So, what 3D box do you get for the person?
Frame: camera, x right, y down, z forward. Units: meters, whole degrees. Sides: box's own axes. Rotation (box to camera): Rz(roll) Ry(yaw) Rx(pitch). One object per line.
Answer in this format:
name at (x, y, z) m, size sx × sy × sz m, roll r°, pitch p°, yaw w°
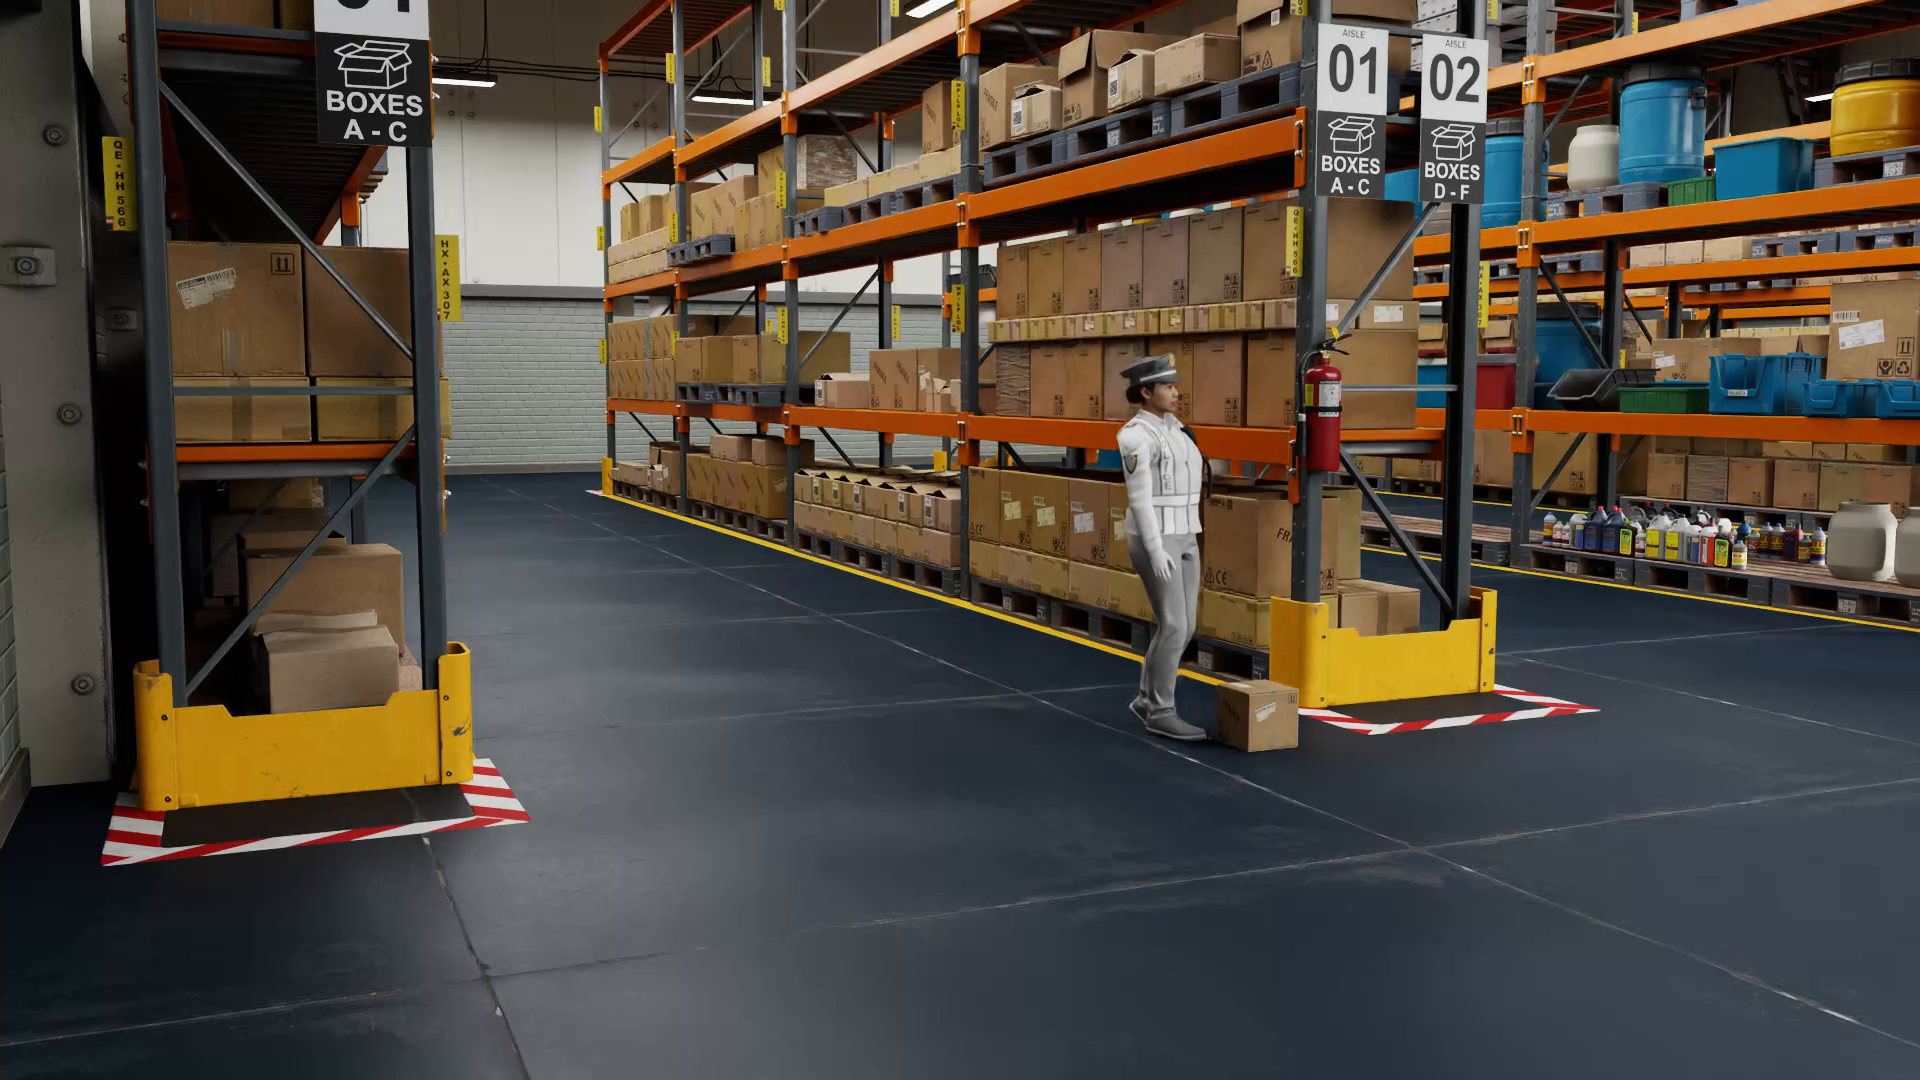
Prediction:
person at (0.930, 0.061, 7.293) m, size 0.466 × 1.761 × 0.481 m, roll 4°, pitch 7°, yaw 38°
